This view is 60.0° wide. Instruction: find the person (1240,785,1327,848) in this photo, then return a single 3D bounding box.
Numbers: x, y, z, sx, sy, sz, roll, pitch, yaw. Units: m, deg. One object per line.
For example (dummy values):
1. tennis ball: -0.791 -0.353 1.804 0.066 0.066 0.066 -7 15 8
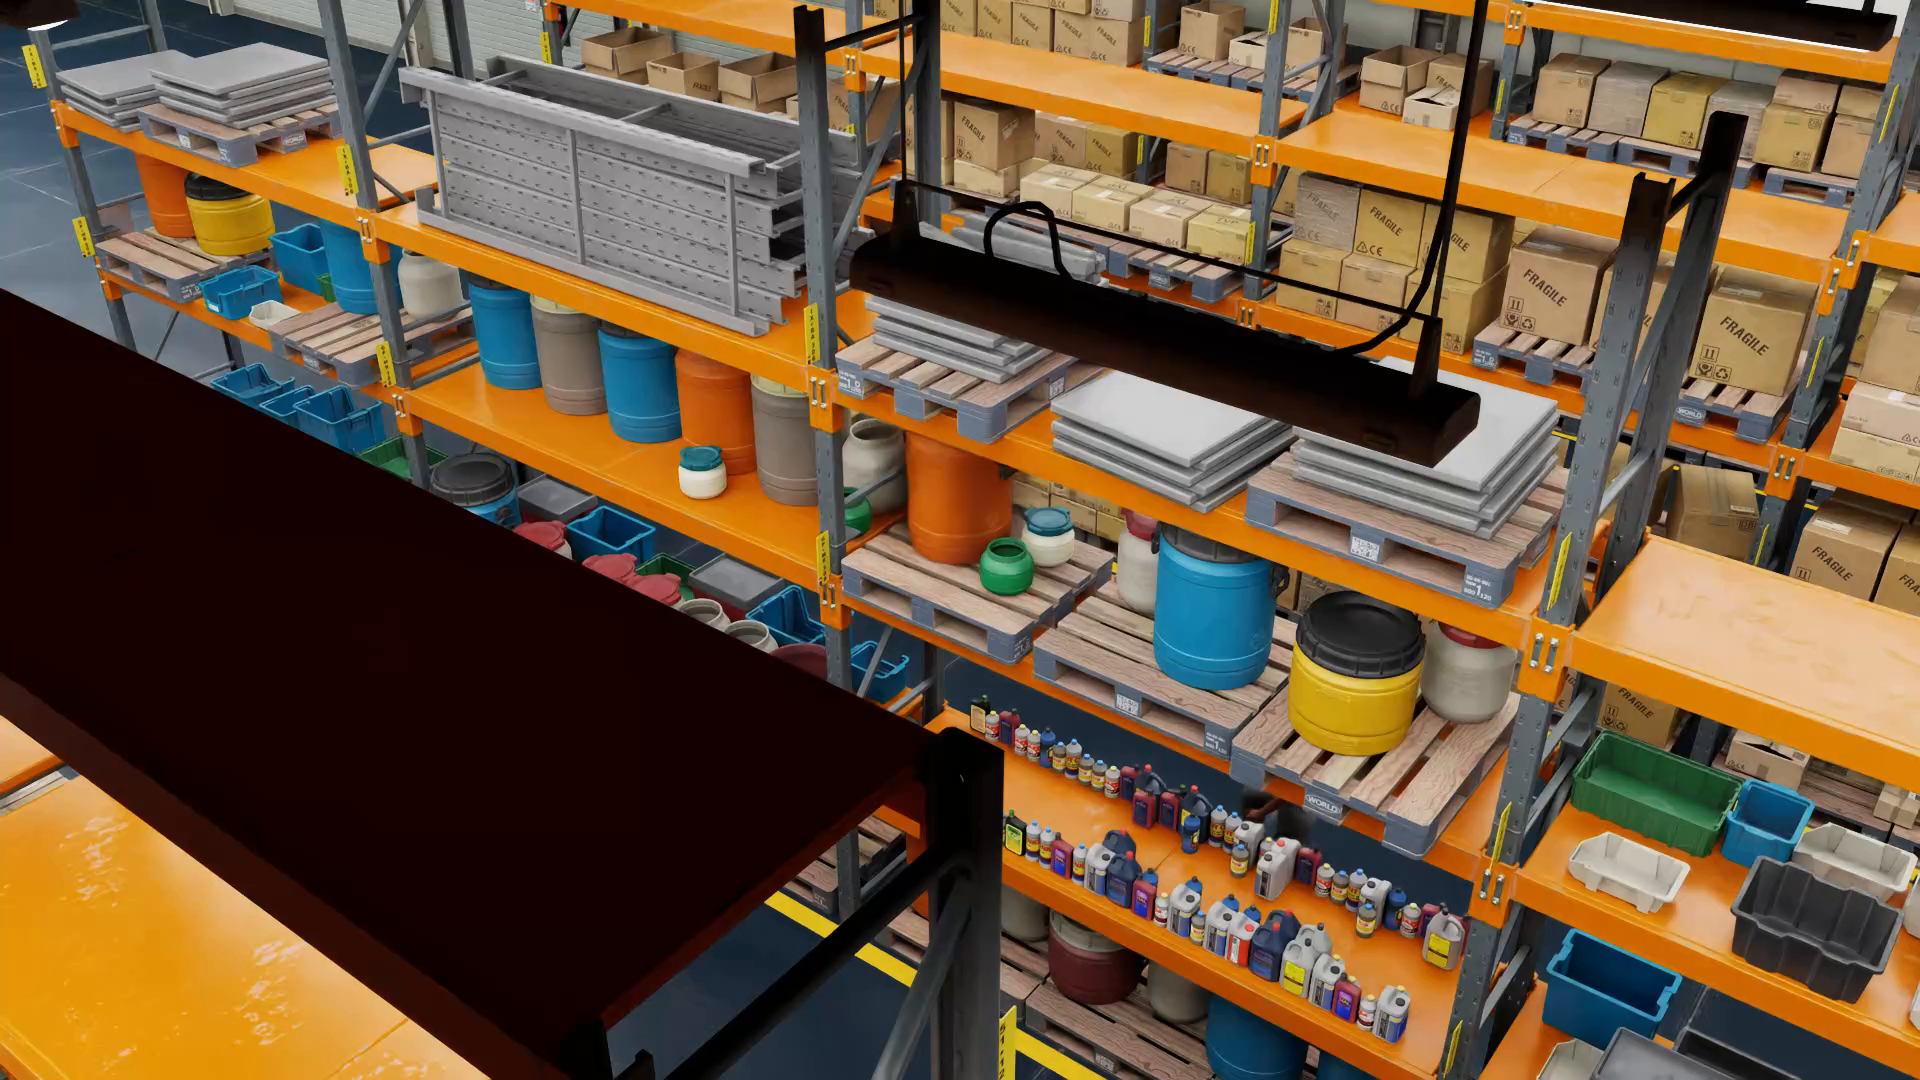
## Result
1. person: 2.156 1.648 10.712 1.006 1.424 0.506 20 37 30
